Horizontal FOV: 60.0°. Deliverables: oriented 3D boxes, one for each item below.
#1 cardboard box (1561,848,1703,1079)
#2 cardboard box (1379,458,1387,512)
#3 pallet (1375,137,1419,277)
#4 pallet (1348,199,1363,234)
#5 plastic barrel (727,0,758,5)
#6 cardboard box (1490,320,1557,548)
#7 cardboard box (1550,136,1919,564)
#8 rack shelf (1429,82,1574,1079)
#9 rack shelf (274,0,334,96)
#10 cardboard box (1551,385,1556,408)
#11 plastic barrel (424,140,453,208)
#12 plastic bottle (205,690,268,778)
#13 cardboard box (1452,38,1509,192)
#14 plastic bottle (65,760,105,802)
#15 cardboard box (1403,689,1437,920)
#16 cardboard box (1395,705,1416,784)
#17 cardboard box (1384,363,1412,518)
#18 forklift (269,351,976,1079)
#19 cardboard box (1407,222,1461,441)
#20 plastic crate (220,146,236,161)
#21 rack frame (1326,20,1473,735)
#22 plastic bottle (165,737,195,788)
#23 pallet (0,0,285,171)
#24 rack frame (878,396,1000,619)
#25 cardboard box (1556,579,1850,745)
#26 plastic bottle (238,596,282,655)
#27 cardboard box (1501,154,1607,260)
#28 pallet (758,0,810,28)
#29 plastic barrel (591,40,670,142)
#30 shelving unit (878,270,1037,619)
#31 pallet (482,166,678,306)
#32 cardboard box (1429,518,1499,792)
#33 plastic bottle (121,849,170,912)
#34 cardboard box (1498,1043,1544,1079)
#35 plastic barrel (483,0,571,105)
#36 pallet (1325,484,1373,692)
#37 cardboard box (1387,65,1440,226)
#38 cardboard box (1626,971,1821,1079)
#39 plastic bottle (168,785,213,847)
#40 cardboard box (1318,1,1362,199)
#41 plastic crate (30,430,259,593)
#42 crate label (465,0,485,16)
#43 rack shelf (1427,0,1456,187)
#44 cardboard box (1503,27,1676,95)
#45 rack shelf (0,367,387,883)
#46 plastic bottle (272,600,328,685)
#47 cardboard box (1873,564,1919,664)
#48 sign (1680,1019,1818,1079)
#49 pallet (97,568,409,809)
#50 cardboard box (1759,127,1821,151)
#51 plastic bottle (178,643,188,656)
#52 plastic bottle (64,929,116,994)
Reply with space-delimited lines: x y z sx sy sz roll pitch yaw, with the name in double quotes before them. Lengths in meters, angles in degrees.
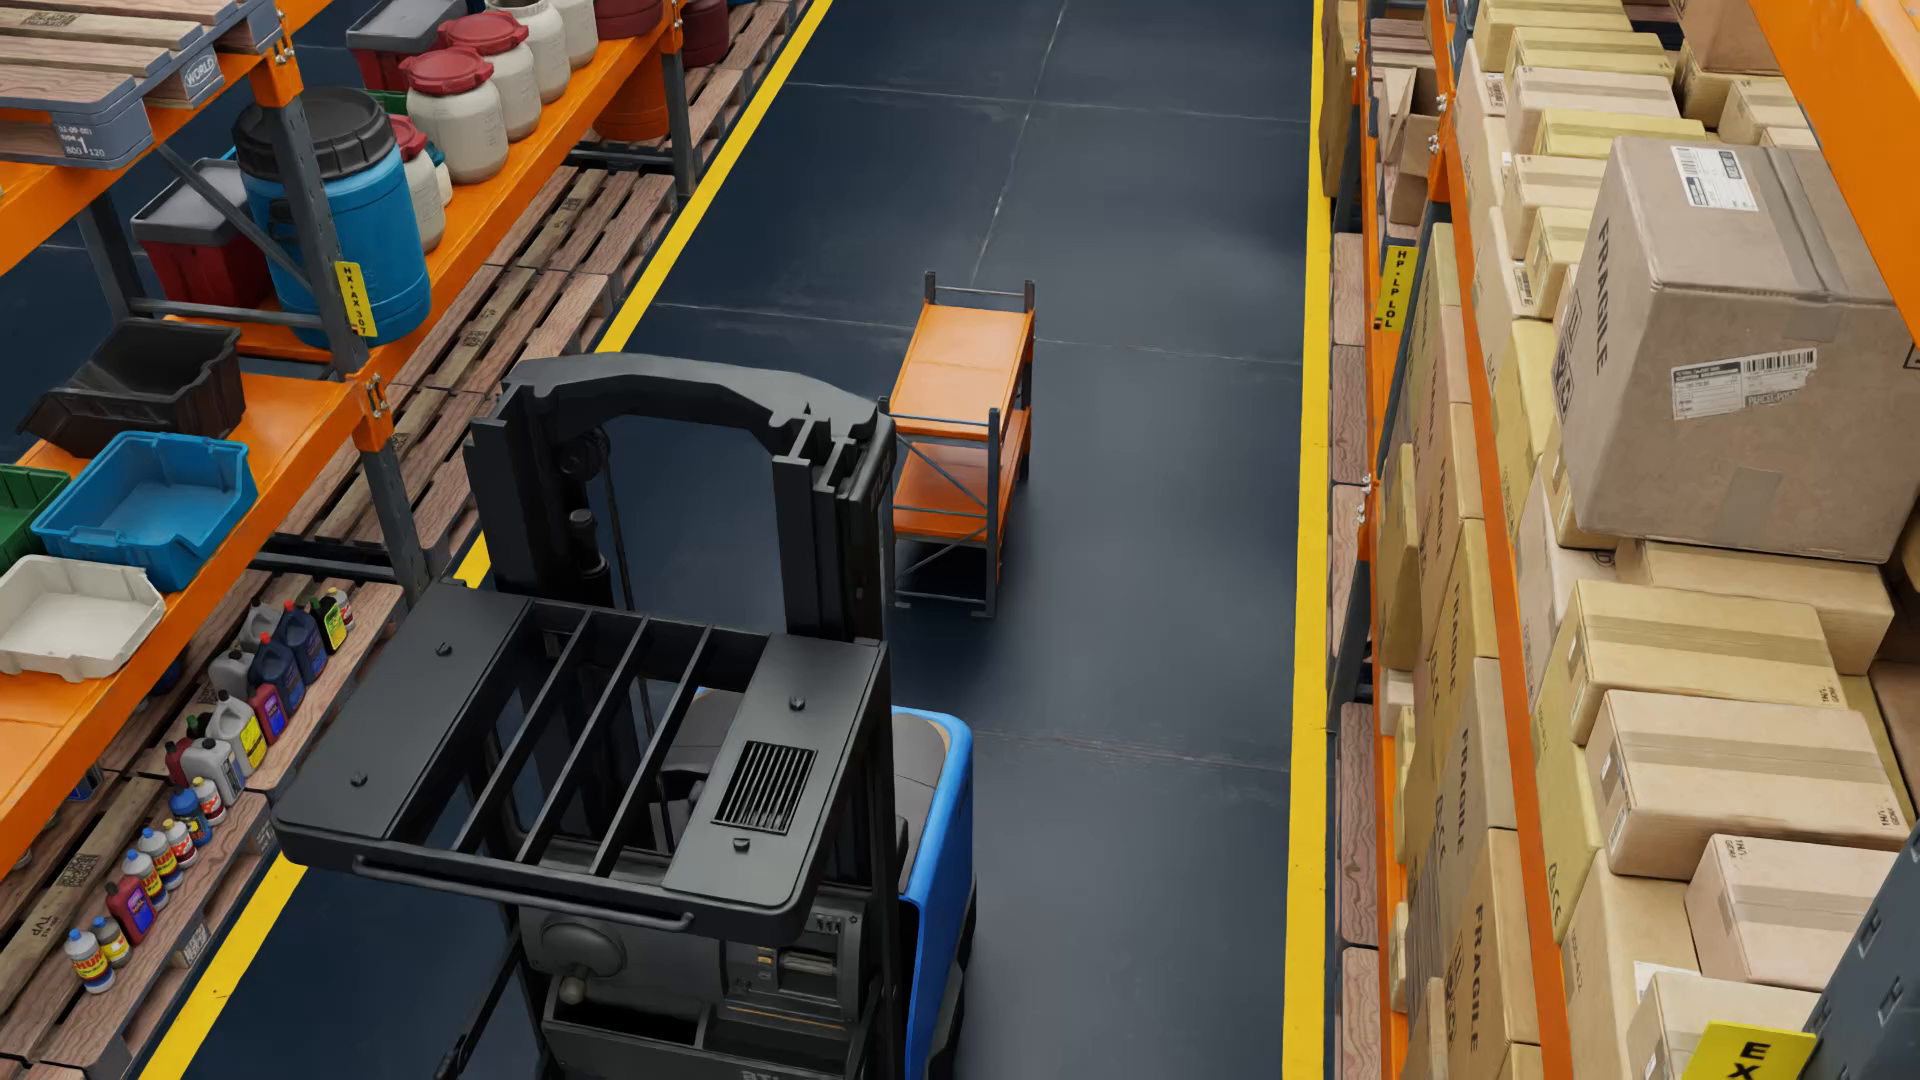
"cardboard box" 1.157 0.742 2.359 0.500 0.250 0.500 7 40 9
"cardboard box" 1.683 -0.141 5.860 0.380 0.149 0.250 6 40 8
"pallet" 2.406 -1.529 7.493 1.003 0.211 1.213 6 40 8
"pallet" 2.919 -2.262 10.417 1.003 0.211 1.213 6 40 8
"plastic barrel" -1.711 -4.475 12.223 0.600 0.901 0.708 6 40 8
"cardboard box" 1.420 -0.208 3.509 0.500 0.250 0.500 6 40 7
"cardboard box" 1.343 -0.332 2.836 0.500 0.500 0.500 6 40 8
"rack shelf" 1.670 0.037 3.659 1.077 0.370 4.000 6 40 8
"rack shelf" -2.516 -3.020 7.355 1.077 0.370 4.000 6 40 8
"cardboard box" 1.390 -0.272 3.273 0.380 0.149 0.250 4 40 5
"plastic barrel" -2.482 -1.646 7.592 0.301 0.262 0.301 0 40 0
"plastic bottle" -2.779 0.725 6.350 0.144 0.351 0.185 6 40 7
"cardboard box" 1.686 -1.183 4.688 0.500 0.250 0.500 5 40 6
"plastic bottle" -3.366 0.841 6.268 0.152 0.276 0.135 6 40 8
"cardboard box" 1.642 0.727 4.301 0.875 0.500 0.500 6 40 8
"cardboard box" 1.491 0.646 4.908 0.380 0.149 0.250 6 40 8
"cardboard box" 1.877 -0.217 5.443 0.875 0.500 0.500 6 40 8
"forklift" -0.749 1.134 4.175 1.130 2.935 3.031 8 40 9
"cardboard box" 1.688 -0.624 5.150 0.500 0.500 0.500 6 40 8
"plastic crate" -2.978 -1.606 7.448 0.392 0.384 0.575 6 40 8
"rack frame" 2.016 -0.339 5.903 1.000 3.000 0.127 6 40 8
"plastic bottle" -2.916 0.841 6.262 0.061 0.283 0.133 6 40 8
"pallet" -2.891 -1.505 5.108 1.213 0.211 1.003 6 40 8
"rack frame" -0.087 -0.119 7.108 0.500 1.125 0.032 6 40 8
"cardboard box" 1.185 0.216 2.682 0.380 0.149 0.250 7 40 8
"plastic bottle" -2.832 0.386 6.760 0.144 0.351 0.185 6 40 8
"cardboard box" 1.478 -0.763 3.866 0.380 0.149 0.250 6 40 7
"pallet" -1.652 -4.352 12.945 1.003 0.211 1.213 6 40 8
"plastic barrel" -2.102 -3.030 10.531 0.600 0.830 0.708 6 40 8
"shelving unit" 0.001 -0.438 7.494 0.538 1.125 1.048 6 40 8
"pallet" -2.342 -1.839 9.906 1.003 0.211 1.213 6 40 8
"cardboard box" 1.440 0.319 4.010 0.500 0.500 0.500 6 40 8
"plastic bottle" -2.874 1.188 5.852 0.097 0.271 0.097 0 40 0
"cardboard box" 1.176 1.260 2.872 0.500 0.500 0.500 6 40 8
"plastic barrel" -2.210 -2.505 8.435 0.421 0.512 0.421 0 40 0
"pallet" 2.149 0.247 7.383 1.003 0.211 1.213 6 40 8
"cardboard box" 2.225 -1.639 7.065 0.797 0.503 0.637 10 41 12
"cardboard box" 1.065 0.710 2.084 0.380 0.149 0.250 6 40 8
"plastic bottle" -2.822 0.998 6.081 0.097 0.271 0.097 0 40 0
"cardboard box" 2.848 -2.624 10.004 1.225 0.875 0.875 5 40 6
"plastic crate" -2.786 -0.104 5.735 0.499 0.251 0.616 6 40 8
"crate label" -2.608 -2.816 8.871 0.502 0.435 0.616 6 40 8
"rack shelf" 2.362 -2.473 6.695 1.077 0.370 4.000 6 40 8
"cardboard box" 1.677 -1.247 4.451 0.380 0.149 0.250 5 40 5
"rack shelf" -3.208 0.647 5.275 1.077 0.370 4.000 6 40 8
"plastic bottle" -2.690 0.402 6.740 0.144 0.351 0.185 5 40 6
"cardboard box" 1.835 0.164 3.058 0.500 0.250 0.500 6 40 8
"sign" 0.781 0.600 1.718 0.100 0.325 0.005 6 40 8
"pallet" -3.019 0.606 6.948 1.003 0.211 1.213 6 40 8
"cardboard box" 2.128 -0.855 3.977 0.380 0.149 0.250 5 40 6
"plastic bottle" -3.273 0.361 6.843 0.061 0.283 0.133 6 40 8
"plastic bottle" -2.934 1.403 5.591 0.097 0.271 0.097 0 40 0
